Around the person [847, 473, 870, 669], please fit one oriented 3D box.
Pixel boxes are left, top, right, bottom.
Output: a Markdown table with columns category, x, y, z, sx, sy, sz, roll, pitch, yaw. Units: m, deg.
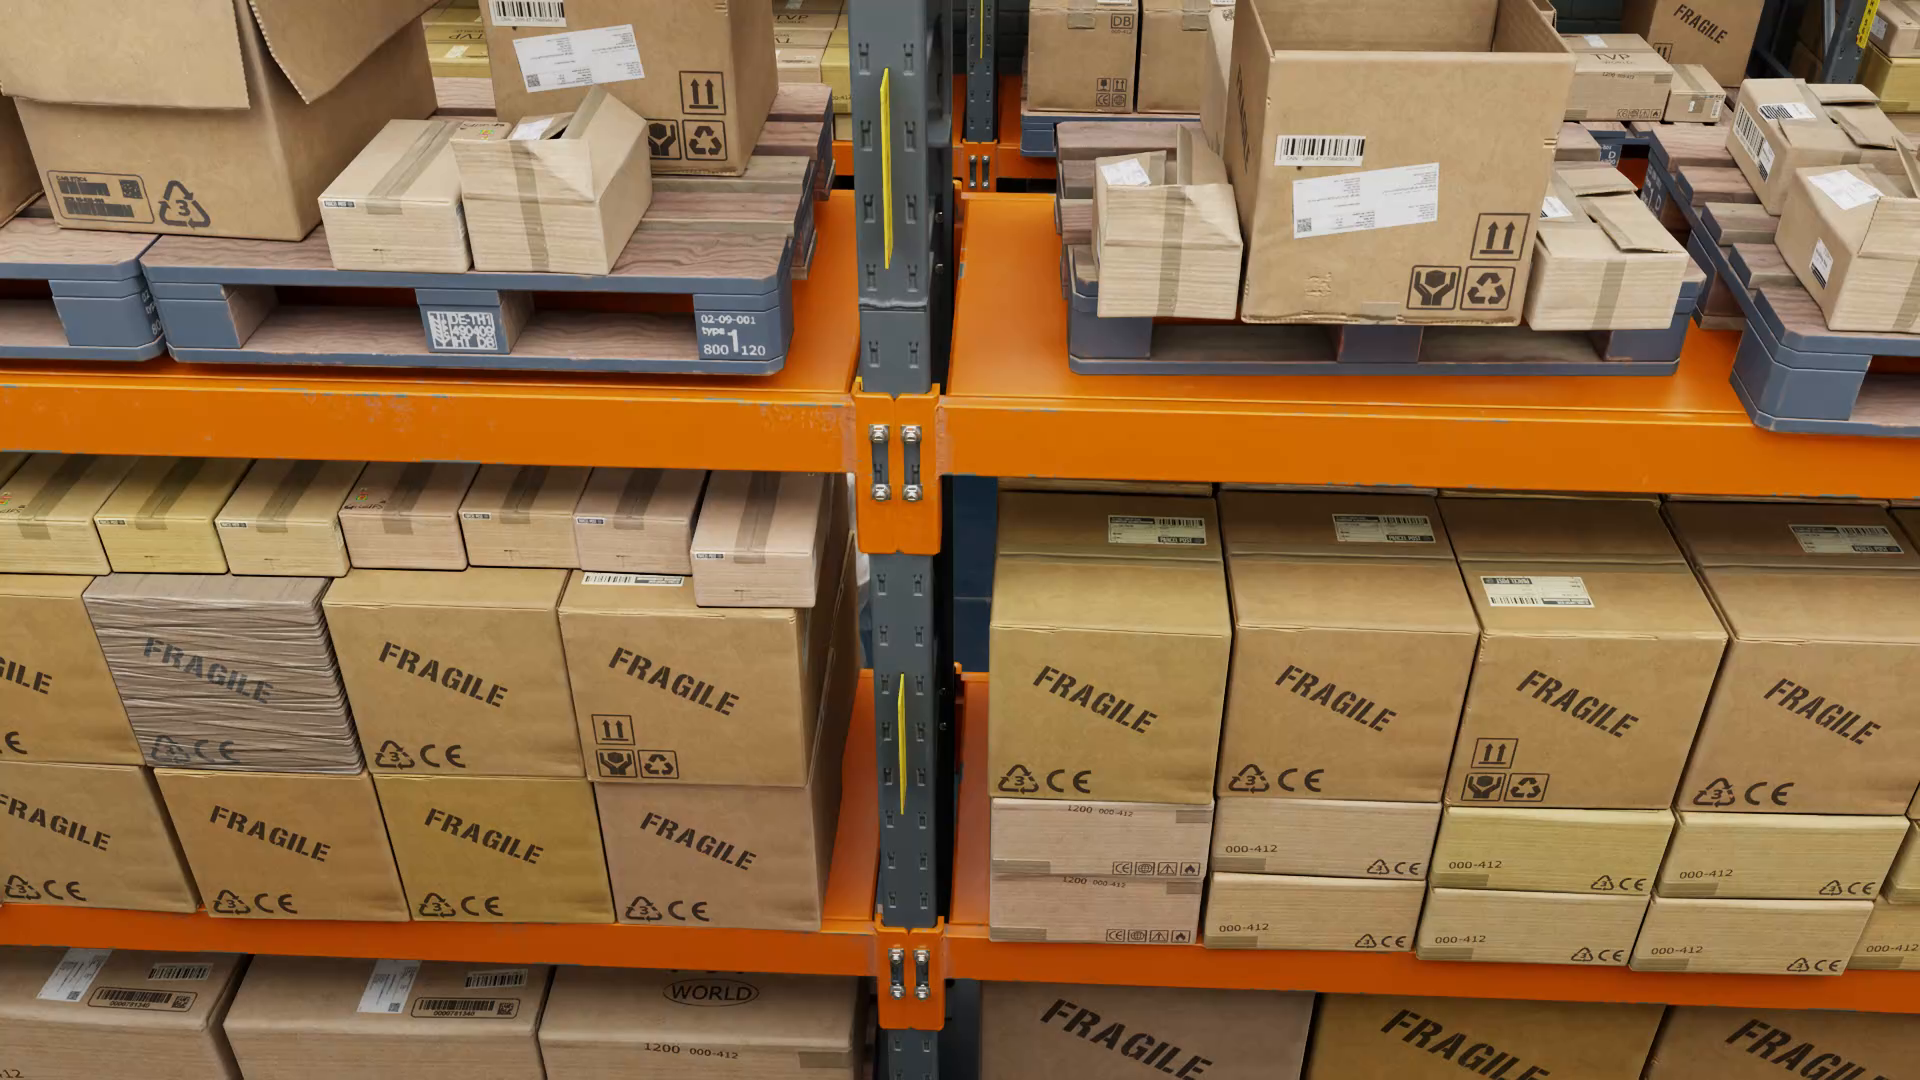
| category | x | y | z | sx | sy | sz | roll | pitch | yaw |
| --- | --- | --- | --- | --- | --- | --- | --- | --- | --- |
| person | -0.492 | 0.114 | 5.956 | 0.393 | 1.785 | 0.592 | 2 | 36 | 3 |
